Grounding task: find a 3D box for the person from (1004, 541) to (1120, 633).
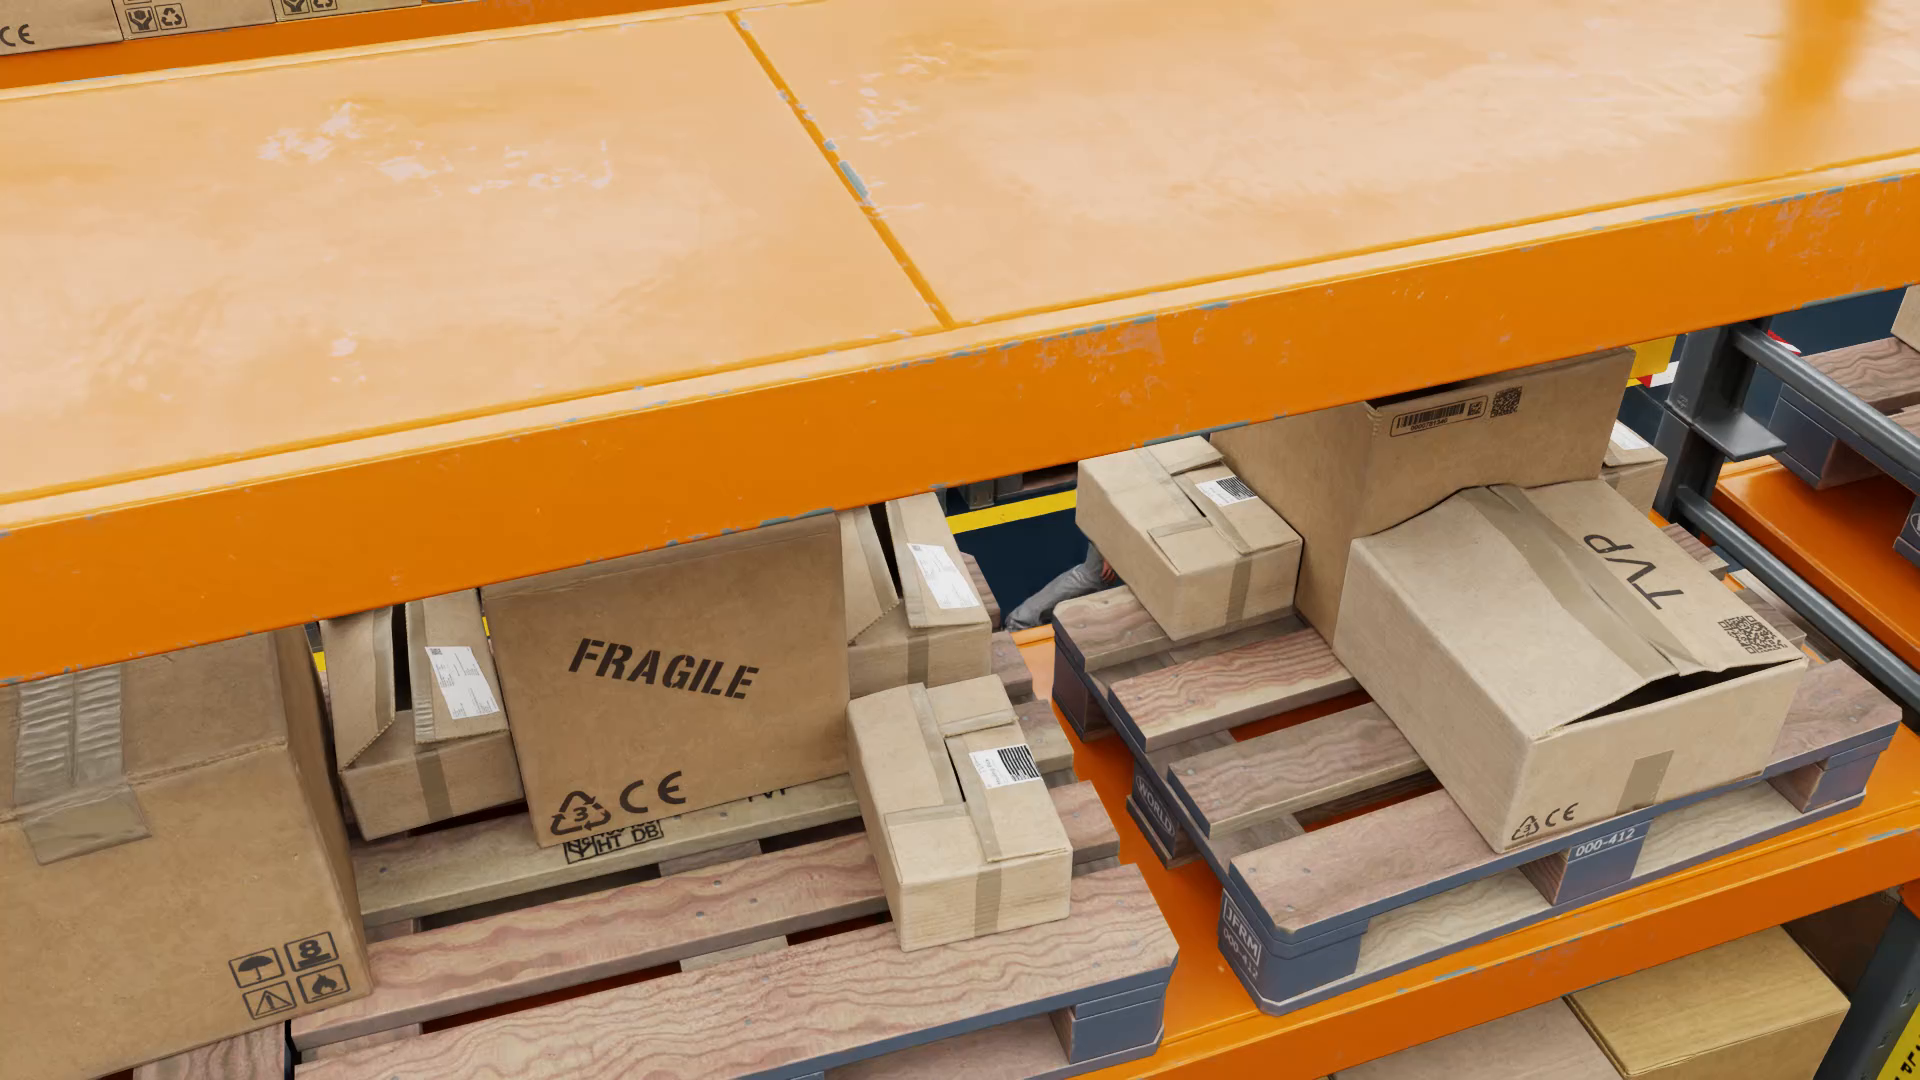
[{"bbox_3d":[0.695,-0.131,6.812,1.012,1.735,0.554,1,37,1],"label":"person"}]
